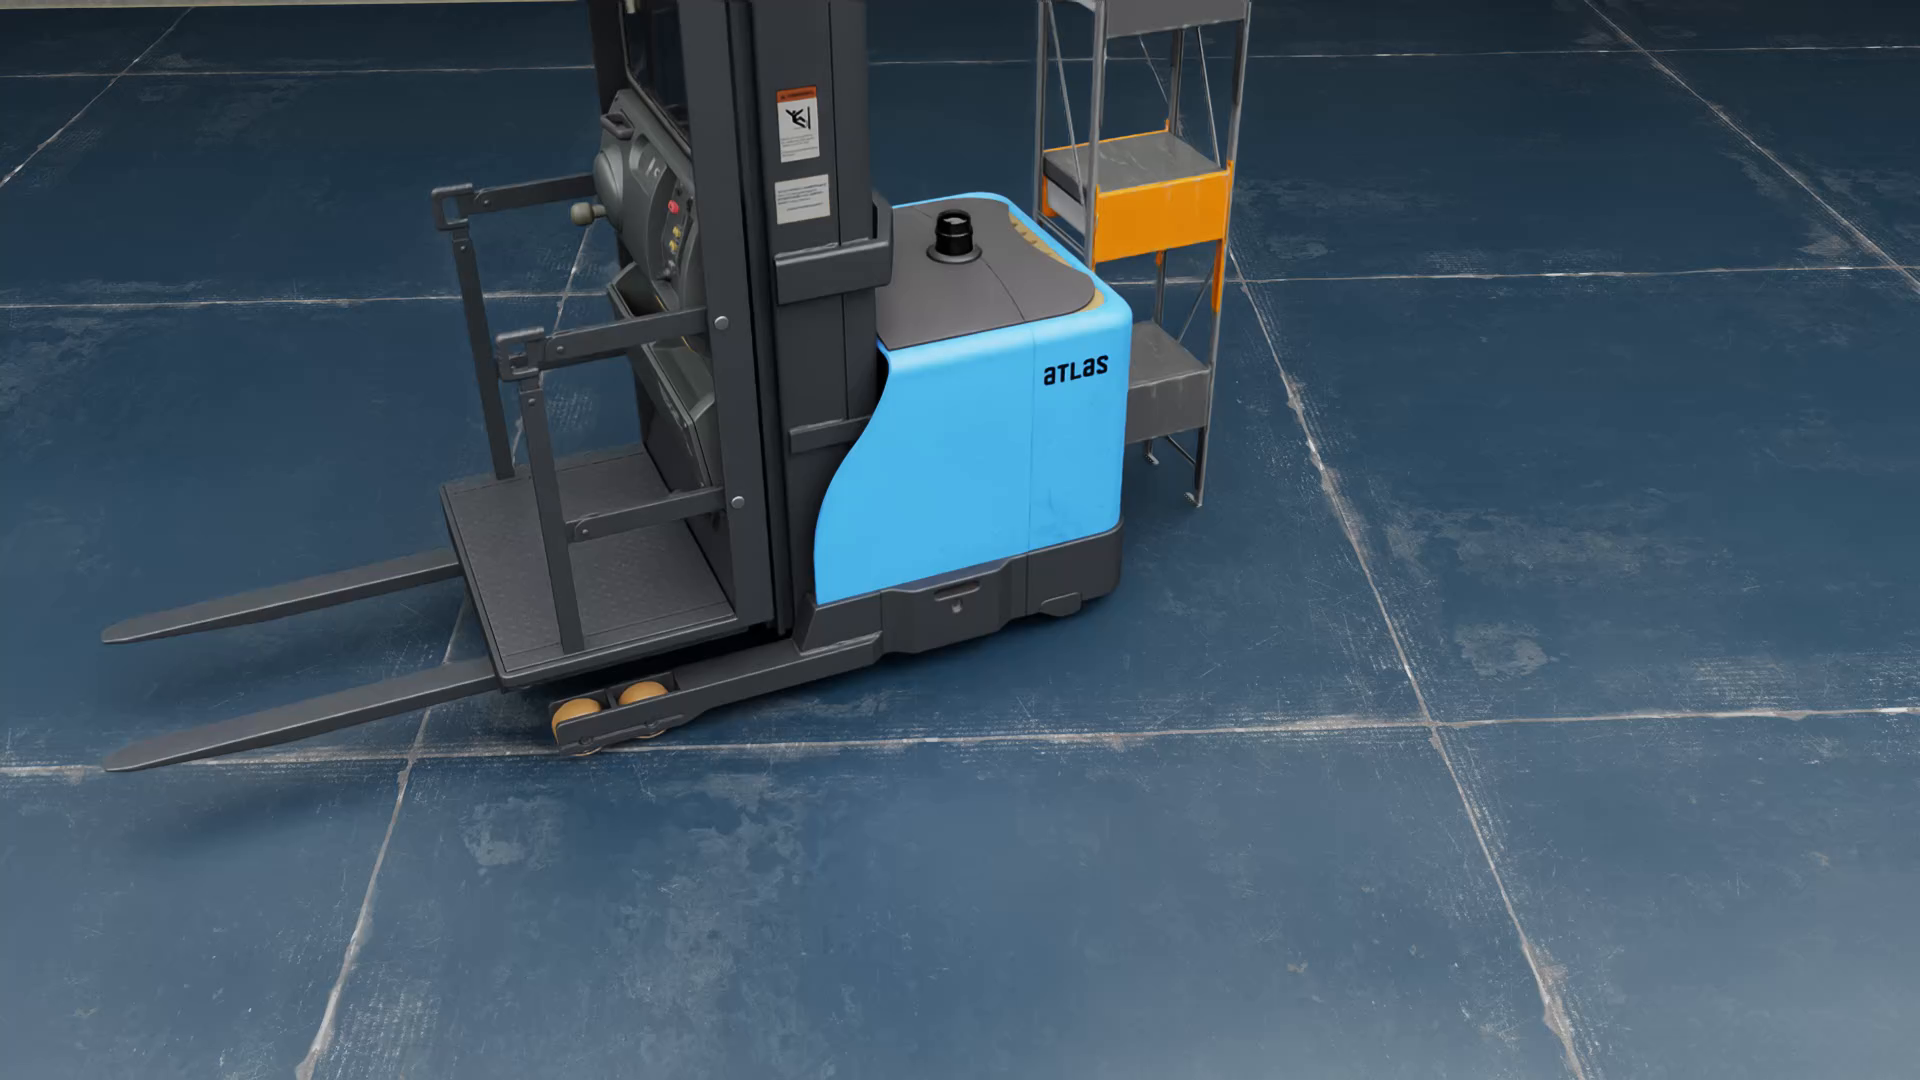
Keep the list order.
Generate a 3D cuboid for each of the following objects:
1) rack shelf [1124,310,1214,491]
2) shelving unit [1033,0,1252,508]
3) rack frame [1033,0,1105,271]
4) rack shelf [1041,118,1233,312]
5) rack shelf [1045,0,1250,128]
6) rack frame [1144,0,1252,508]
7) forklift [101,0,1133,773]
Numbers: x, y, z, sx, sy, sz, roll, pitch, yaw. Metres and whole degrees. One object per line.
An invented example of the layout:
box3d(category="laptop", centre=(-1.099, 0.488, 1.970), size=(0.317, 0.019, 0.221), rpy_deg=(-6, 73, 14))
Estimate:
box3d(category="rack shelf", centre=(0.550, -0.440, 5.795), size=(0.480, 0.518, 0.431), rpy_deg=(-14, 37, -19))
box3d(category="shelving unit", centre=(0.550, -1.027, 5.389), size=(0.503, 2.100, 0.431), rpy_deg=(-14, 37, -19))
box3d(category="rack frame", centre=(0.326, -0.971, 5.308), size=(0.015, 2.100, 0.400), rpy_deg=(-14, 37, -19))
box3d(category="rack shelf", centre=(0.550, -1.016, 5.397), size=(0.480, 0.518, 0.431), rpy_deg=(-14, 37, -19))
box3d(category="rack shelf", centre=(0.550, -1.592, 4.999), size=(0.480, 0.518, 0.431), rpy_deg=(-14, 37, -19))
box3d(category="rack frame", centre=(0.773, -1.083, 5.470), size=(0.015, 2.100, 0.400), rpy_deg=(-14, 37, -19))
box3d(category="forklift", centre=(-1.041, -0.919, 4.503), size=(3.031, 2.935, 1.130), rpy_deg=(-14, 37, -19))
